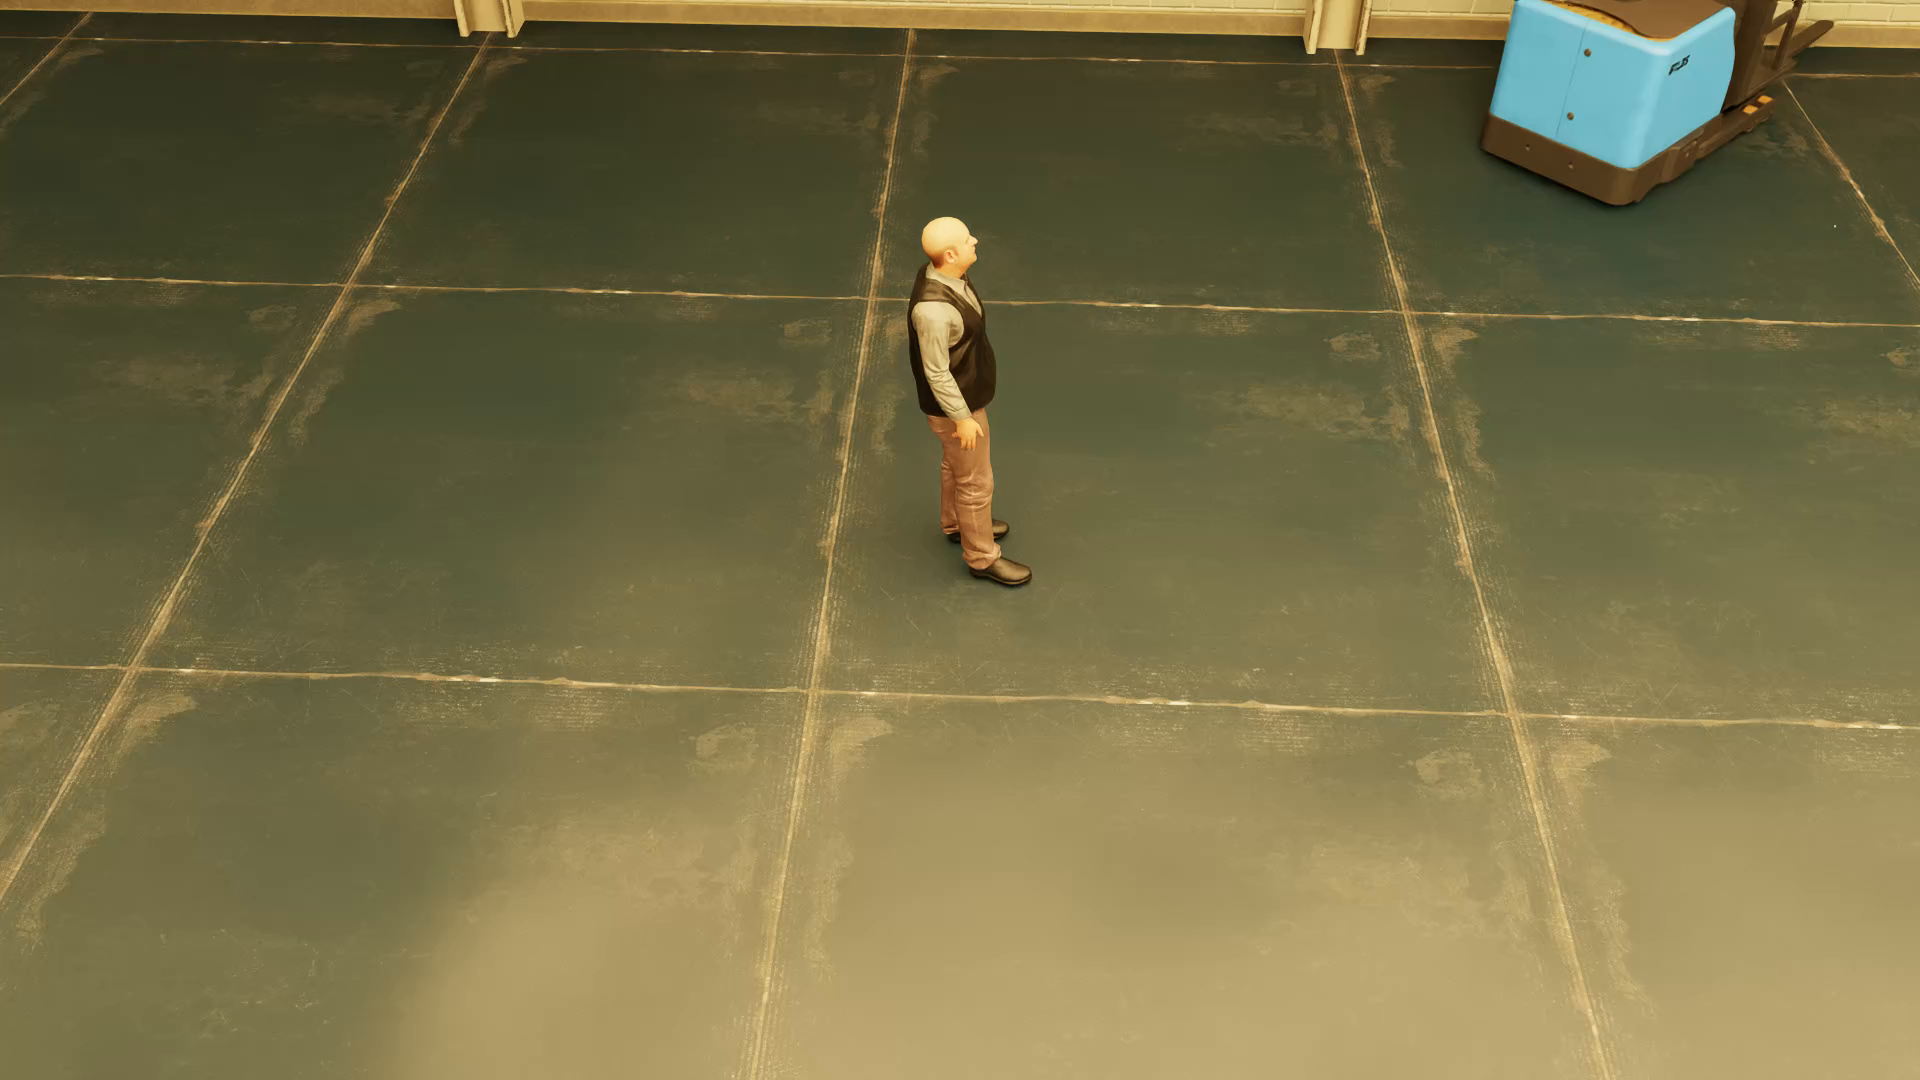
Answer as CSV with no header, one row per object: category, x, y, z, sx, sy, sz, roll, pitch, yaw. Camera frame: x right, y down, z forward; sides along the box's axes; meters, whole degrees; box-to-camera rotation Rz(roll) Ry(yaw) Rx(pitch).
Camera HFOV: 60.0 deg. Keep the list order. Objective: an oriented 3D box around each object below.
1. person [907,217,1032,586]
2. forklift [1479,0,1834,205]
person,0.063,-0.635,7.323,0.566,1.722,0.634,2,42,2
forklift,4.718,-3.970,10.091,3.031,2.935,1.130,-32,51,-30
